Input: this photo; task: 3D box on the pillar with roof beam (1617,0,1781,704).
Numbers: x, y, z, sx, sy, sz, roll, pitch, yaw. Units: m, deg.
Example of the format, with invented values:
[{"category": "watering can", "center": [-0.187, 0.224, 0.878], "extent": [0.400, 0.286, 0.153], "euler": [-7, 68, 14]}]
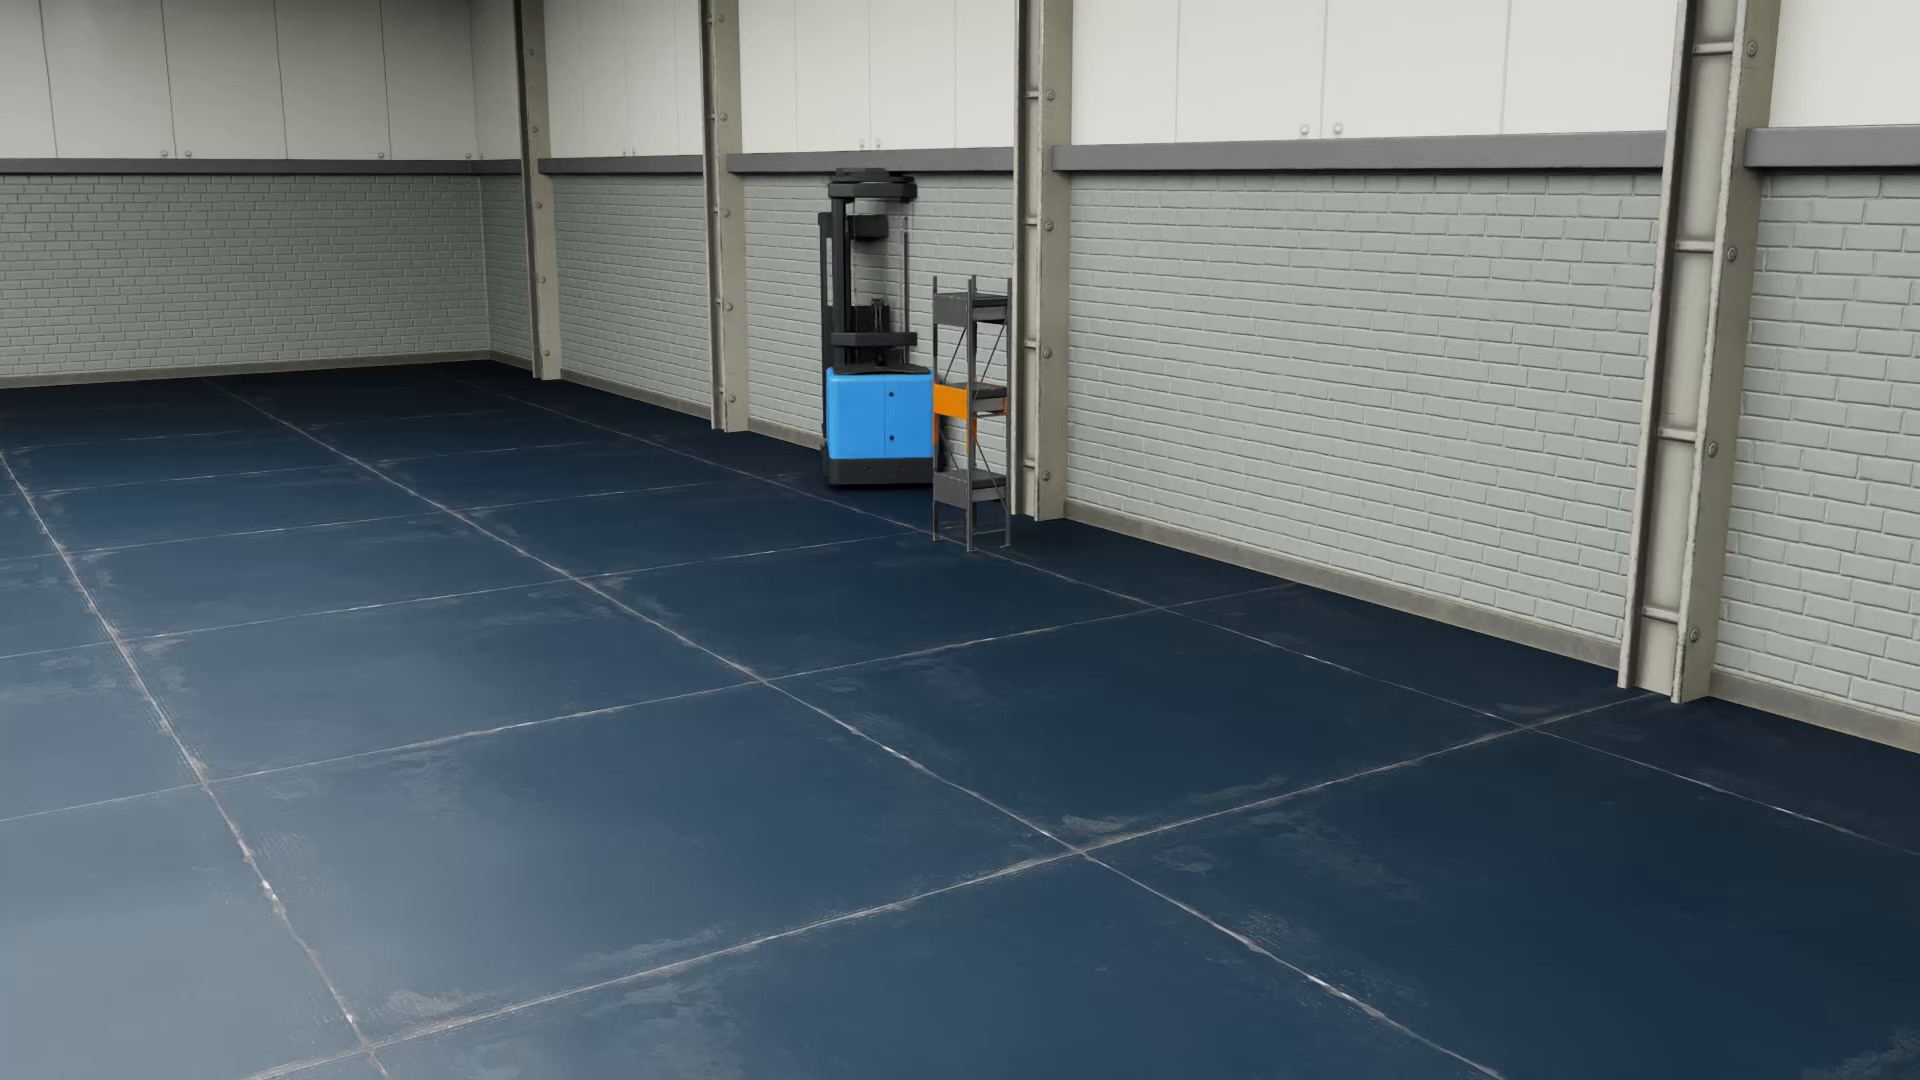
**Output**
[{"category": "pillar with roof beam", "center": [0.418, -3.032, 6.164], "extent": [9.100, 9.000, 0.400], "euler": [-8, 15, -33]}]

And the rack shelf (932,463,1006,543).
[{"category": "rack shelf", "center": [0.092, -0.299, 13.155], "extent": [0.431, 0.518, 0.480], "euler": [-8, 15, -33]}]

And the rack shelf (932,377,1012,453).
[{"category": "rack shelf", "center": [0.092, -0.983, 13.006], "extent": [0.431, 0.518, 0.480], "euler": [-8, 15, -33]}]

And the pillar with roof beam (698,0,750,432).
[{"category": "pillar with roof beam", "center": [-6.230, -5.166, 15.923], "extent": [9.100, 9.000, 0.400], "euler": [-8, 15, -33]}]

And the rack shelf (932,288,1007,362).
[{"category": "rack shelf", "center": [0.092, -1.667, 12.856], "extent": [0.431, 0.518, 0.480], "euler": [-8, 15, -33]}]

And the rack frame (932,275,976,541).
[{"category": "rack frame", "center": [-0.043, -1.040, 13.201], "extent": [0.400, 2.100, 0.015], "euler": [-8, 15, -33]}]

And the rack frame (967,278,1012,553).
[{"category": "rack frame", "center": [0.227, -0.953, 12.804], "extent": [0.400, 2.100, 0.015], "euler": [-8, 15, -33]}]

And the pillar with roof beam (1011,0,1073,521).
[{"category": "pillar with roof beam", "center": [-2.906, -4.099, 11.044], "extent": [9.100, 9.000, 0.400], "euler": [-8, 15, -33]}]

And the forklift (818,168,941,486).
[{"category": "forklift", "center": [-0.846, -2.202, 16.570], "extent": [1.130, 2.935, 3.031], "euler": [-1, 12, -6]}]

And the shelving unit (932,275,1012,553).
[{"category": "shelving unit", "center": [0.092, -0.996, 13.003], "extent": [0.431, 2.100, 0.503], "euler": [-8, 15, -33]}]

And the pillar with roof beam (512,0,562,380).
[{"category": "pillar with roof beam", "center": [-9.554, -6.234, 20.803], "extent": [9.100, 9.000, 0.400], "euler": [-8, 15, -33]}]
